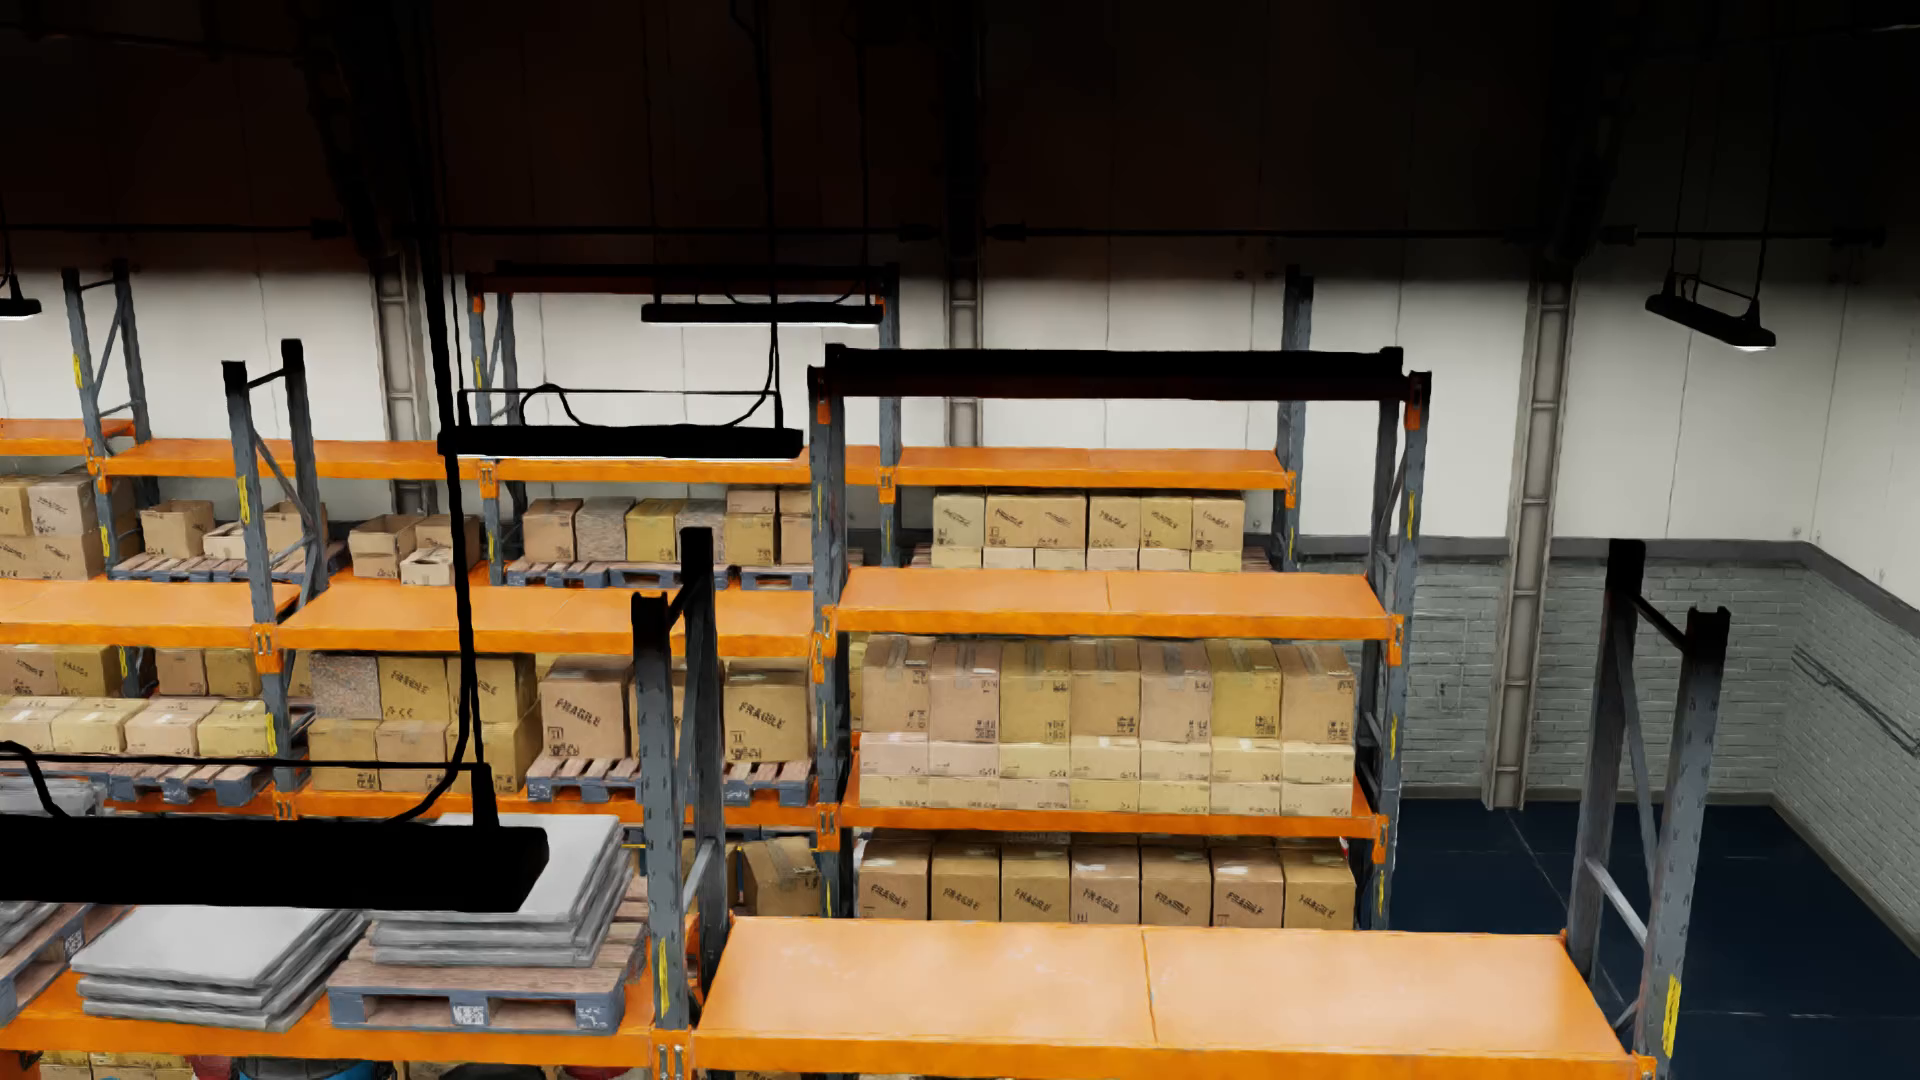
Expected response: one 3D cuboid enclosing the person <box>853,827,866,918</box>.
[{"bbox_3d":[-0.910,3.193,14.495,1.123,1.709,0.553,1,16,5],"label":"person"}]
